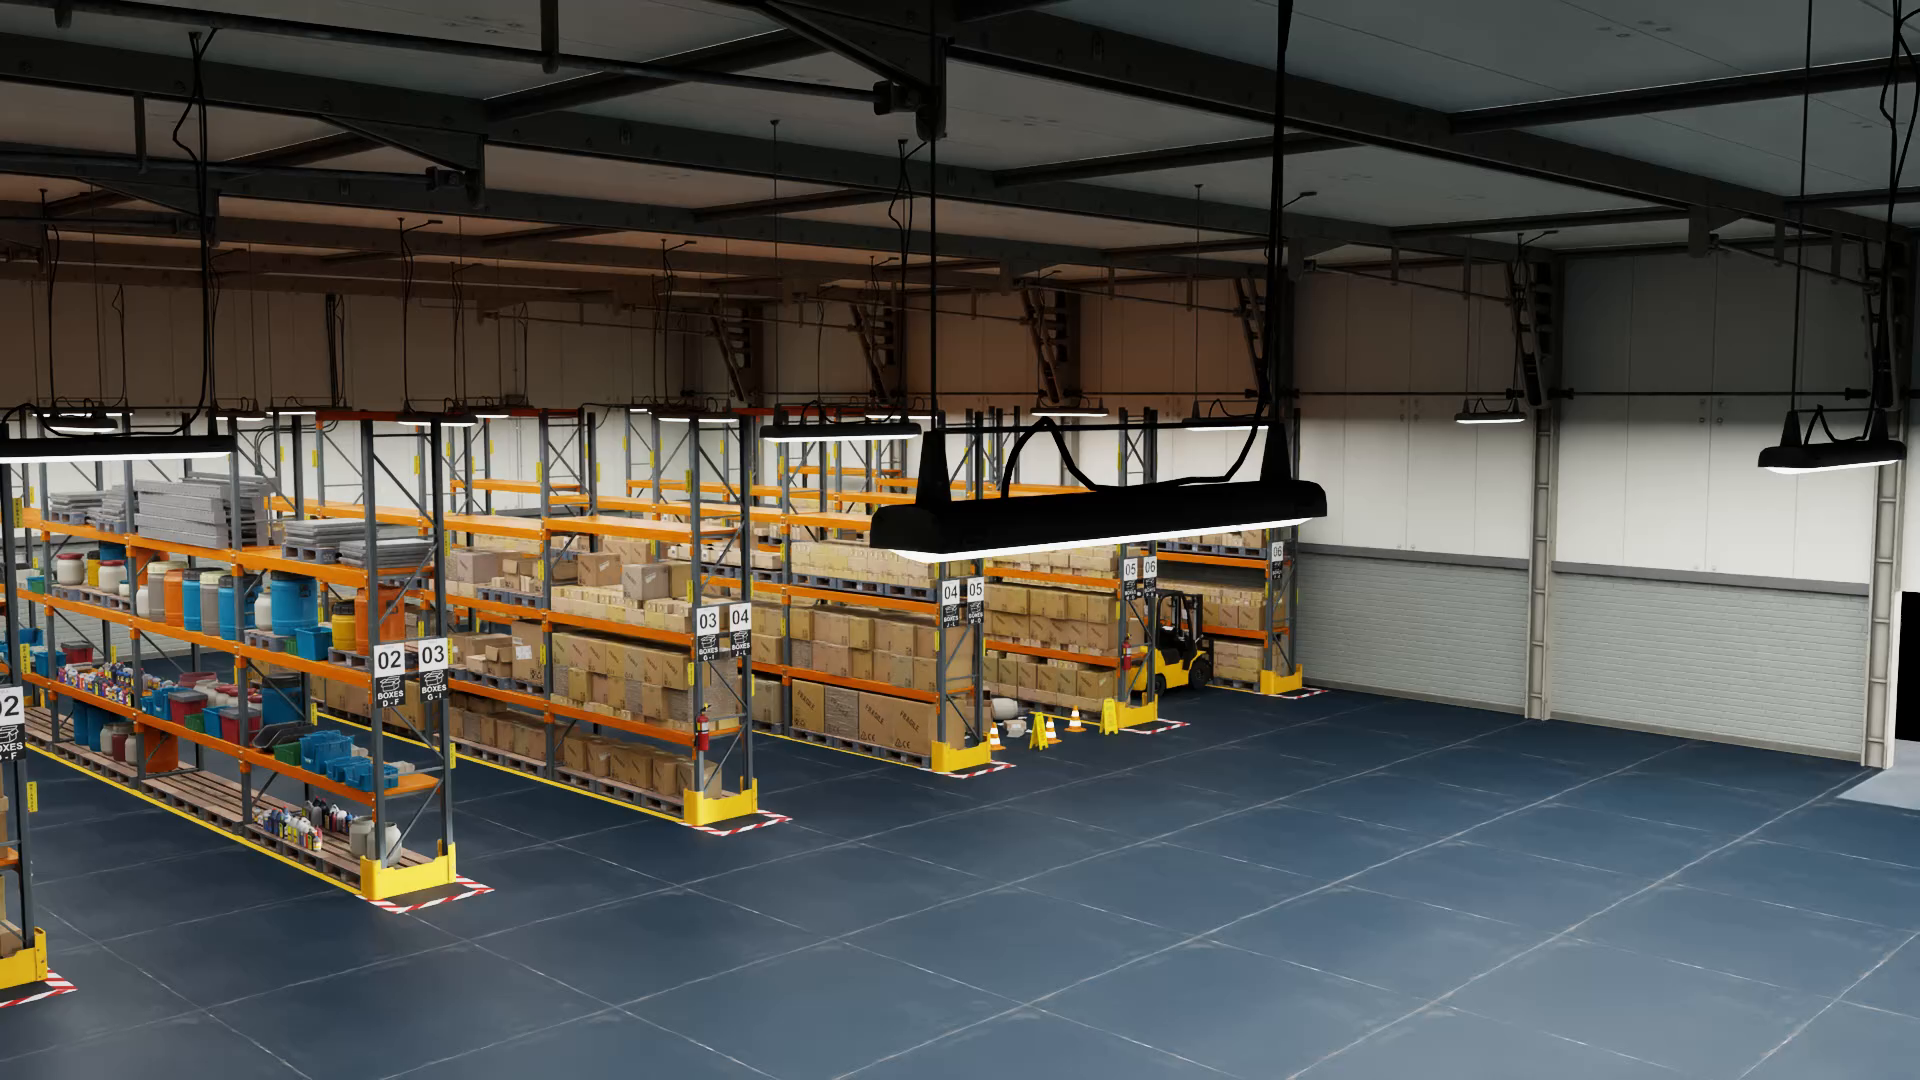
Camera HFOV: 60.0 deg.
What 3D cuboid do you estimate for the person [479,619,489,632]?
[{"bbox_3d":[-12.541,1.685,43.424,0.459,1.589,1.084,2,5,19],"label":"person"}]
